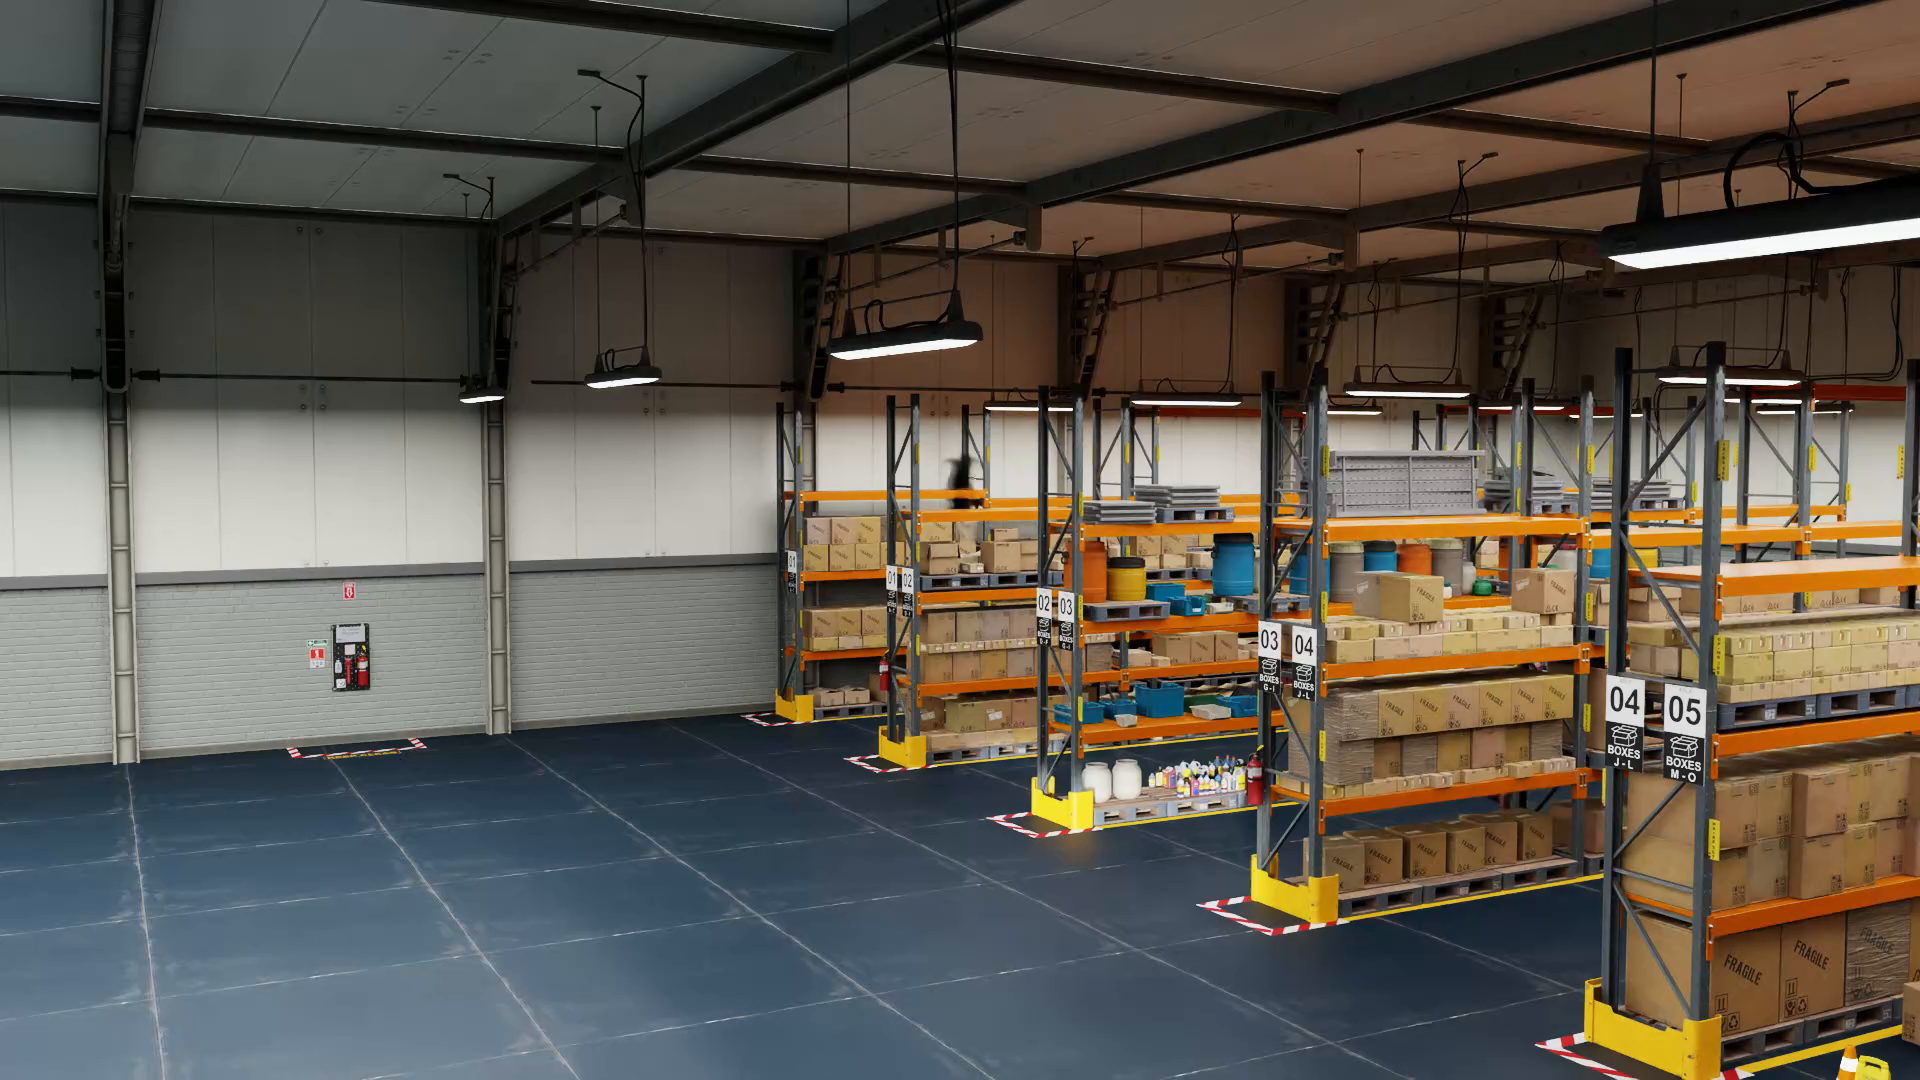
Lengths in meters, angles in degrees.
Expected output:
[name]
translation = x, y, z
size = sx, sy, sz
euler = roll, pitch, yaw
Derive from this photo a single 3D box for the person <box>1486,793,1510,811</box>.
[person]
translation = 7.275, 3.103, 22.445
size = 0.550, 1.595, 0.674
euler = 3, 5, 45
